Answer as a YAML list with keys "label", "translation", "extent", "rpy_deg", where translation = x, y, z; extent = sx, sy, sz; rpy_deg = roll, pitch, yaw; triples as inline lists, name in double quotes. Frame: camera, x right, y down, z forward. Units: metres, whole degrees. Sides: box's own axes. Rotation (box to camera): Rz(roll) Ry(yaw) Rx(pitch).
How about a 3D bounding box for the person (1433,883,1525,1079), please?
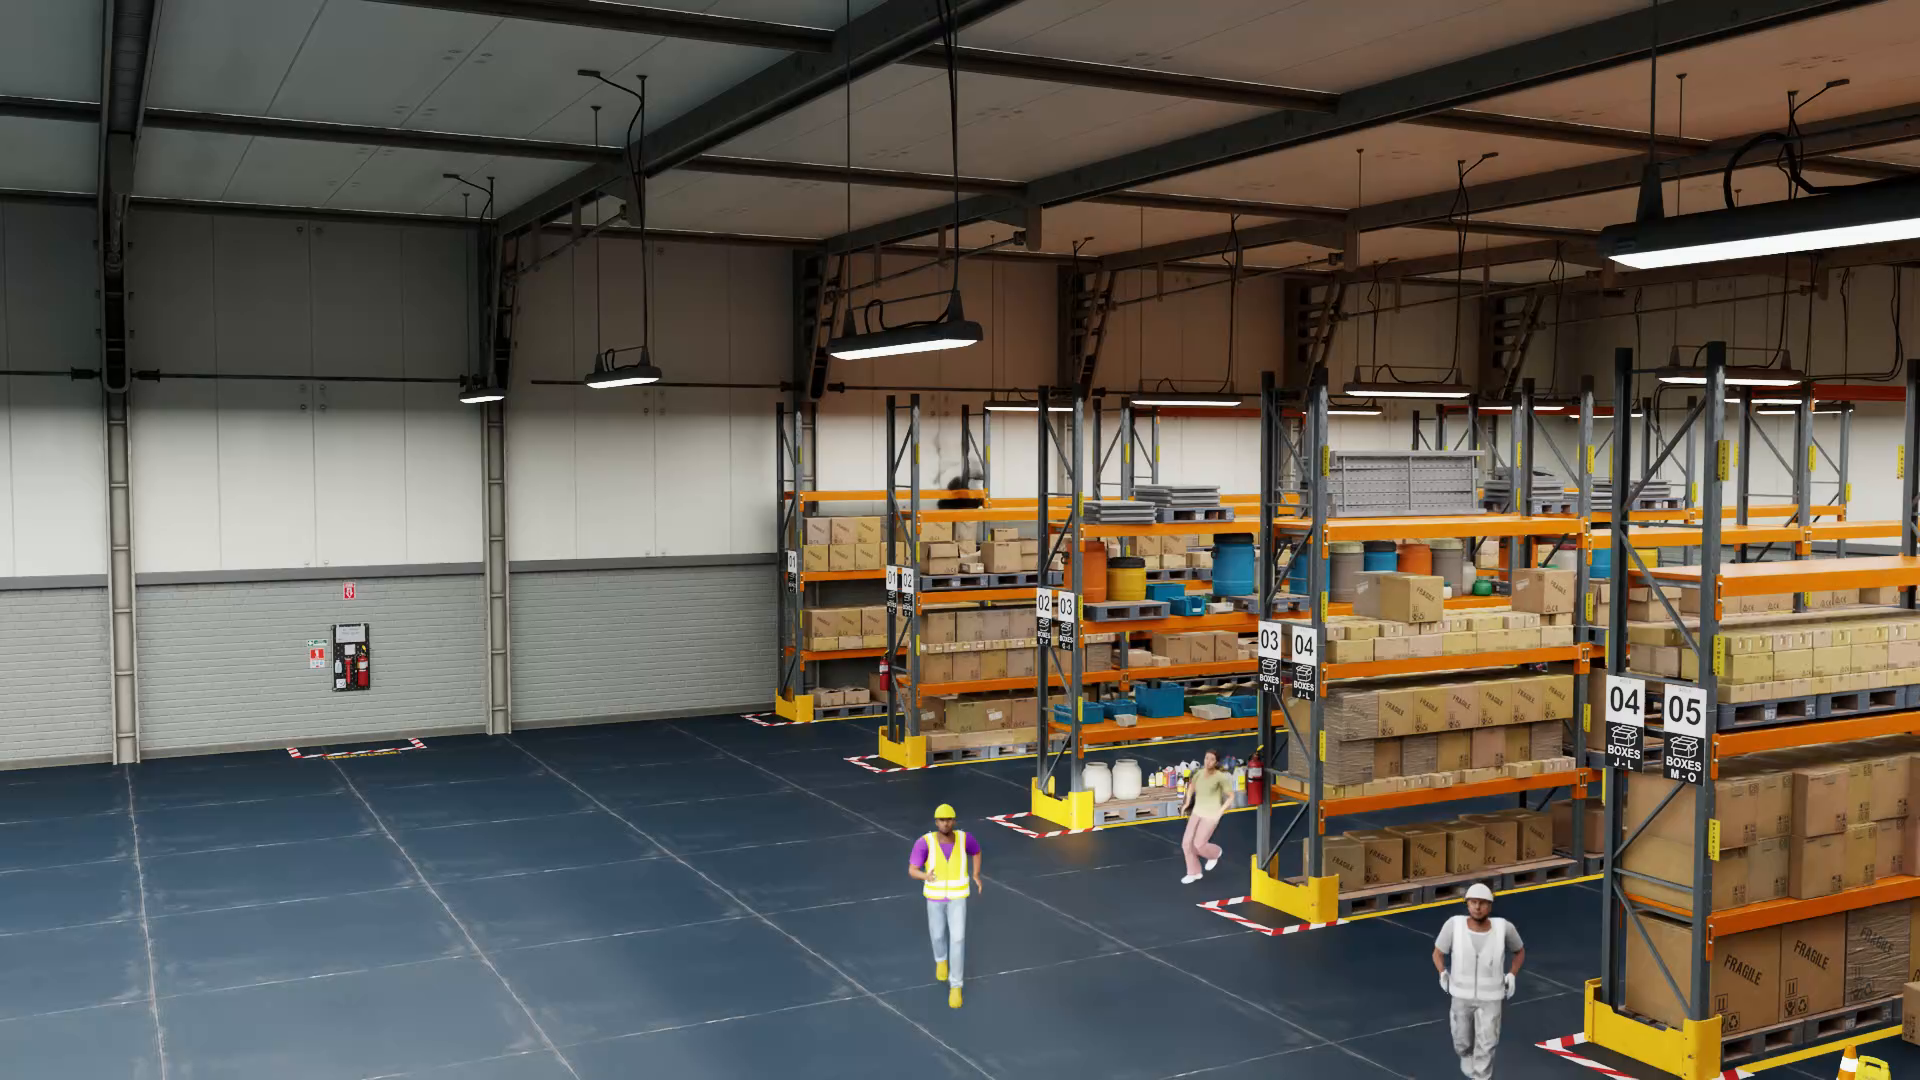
- label: "person"
  translation: [4.034, 3.549, 12.962]
  extent: [0.686, 1.766, 0.877]
  rpy_deg: [1, 3, 20]

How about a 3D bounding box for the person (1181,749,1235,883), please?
- label: "person"
  translation: [2.947, 3.260, 19.668]
  extent: [0.562, 1.622, 0.619]
  rpy_deg: [-3, 4, -43]

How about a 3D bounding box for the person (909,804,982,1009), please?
- label: "person"
  translation: [-0.135, 3.372, 15.619]
  extent: [0.689, 1.796, 0.909]
  rpy_deg: [0, 3, 1]

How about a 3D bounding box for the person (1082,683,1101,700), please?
- label: "person"
  translation: [2.314, 2.540, 30.785]
  extent: [0.974, 1.716, 0.662]
  rpy_deg: [-2, 4, -33]
